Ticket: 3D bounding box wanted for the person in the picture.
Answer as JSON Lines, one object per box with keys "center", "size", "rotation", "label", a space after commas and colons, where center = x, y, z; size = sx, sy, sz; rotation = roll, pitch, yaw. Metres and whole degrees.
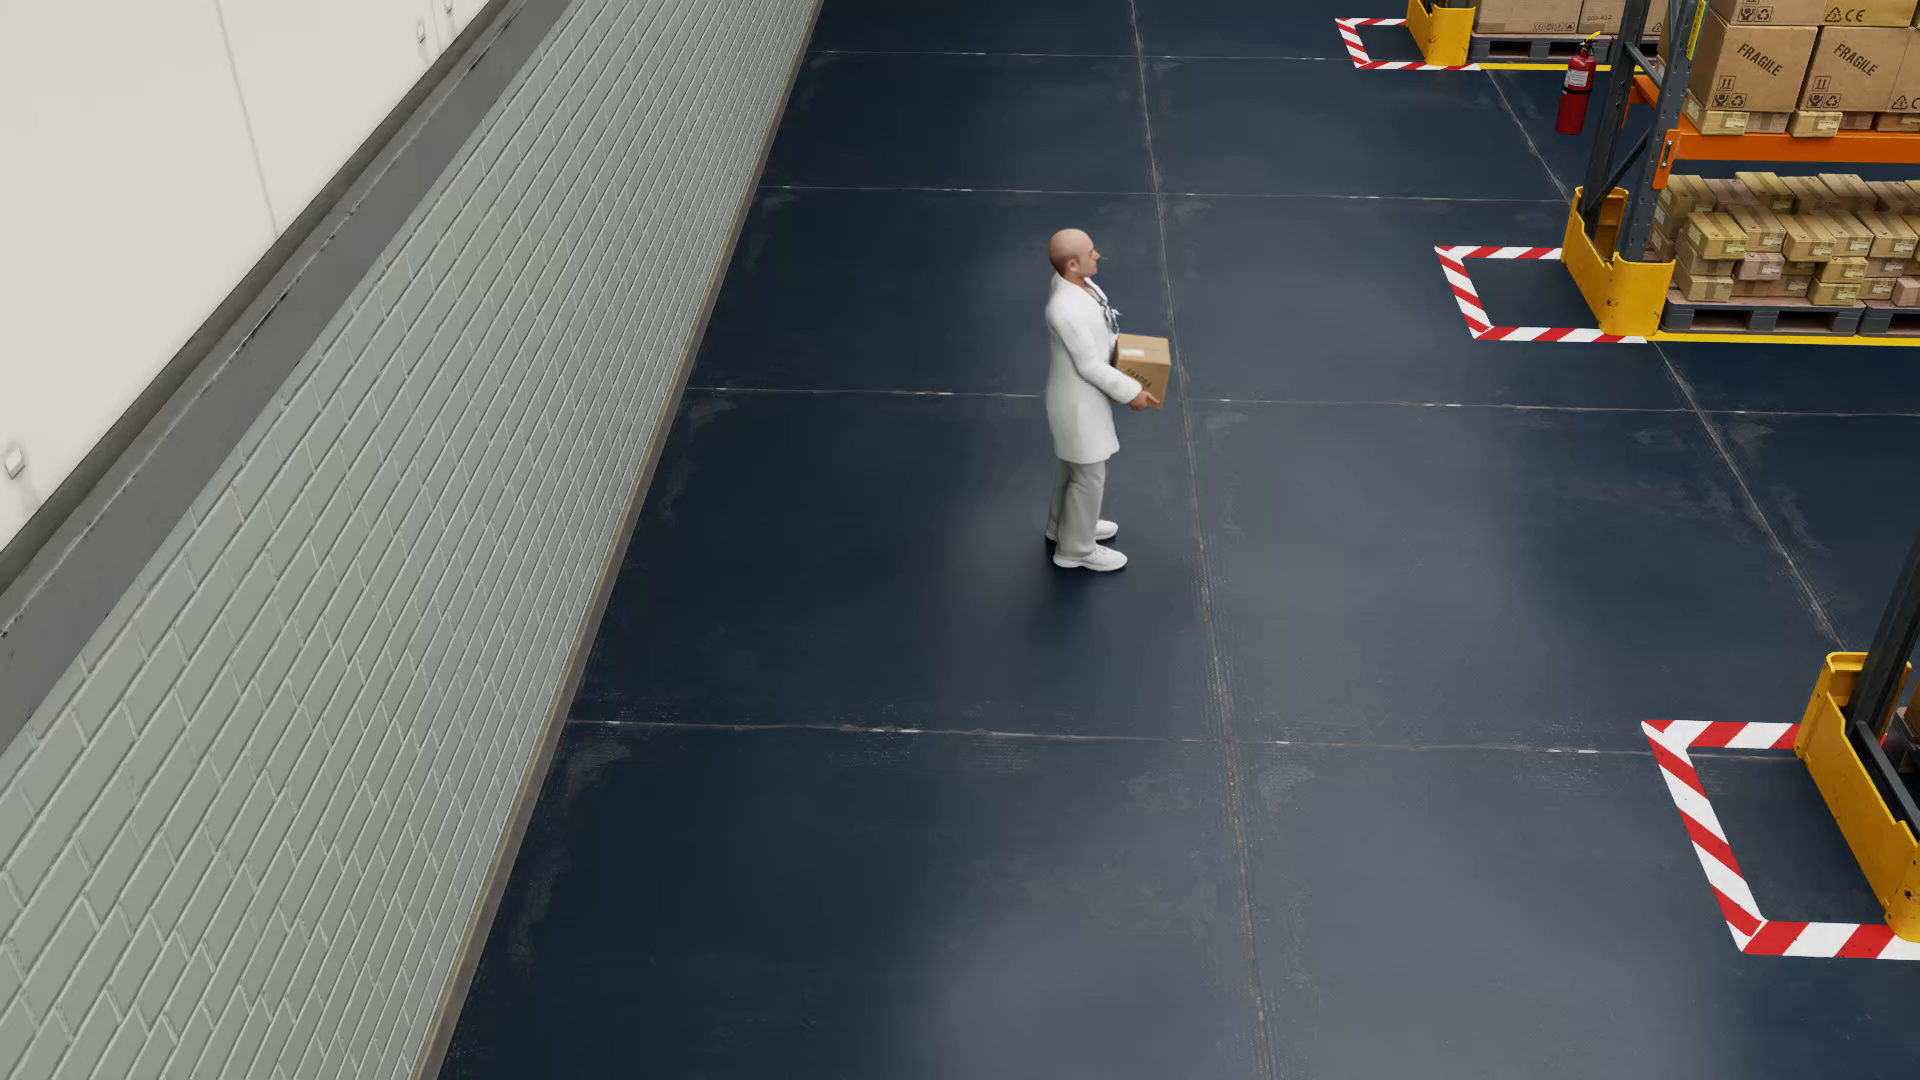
{"center": [0.677, -0.678, 8.092], "size": [0.554, 1.773, 0.528], "rotation": [1, 35, 2], "label": "person"}
